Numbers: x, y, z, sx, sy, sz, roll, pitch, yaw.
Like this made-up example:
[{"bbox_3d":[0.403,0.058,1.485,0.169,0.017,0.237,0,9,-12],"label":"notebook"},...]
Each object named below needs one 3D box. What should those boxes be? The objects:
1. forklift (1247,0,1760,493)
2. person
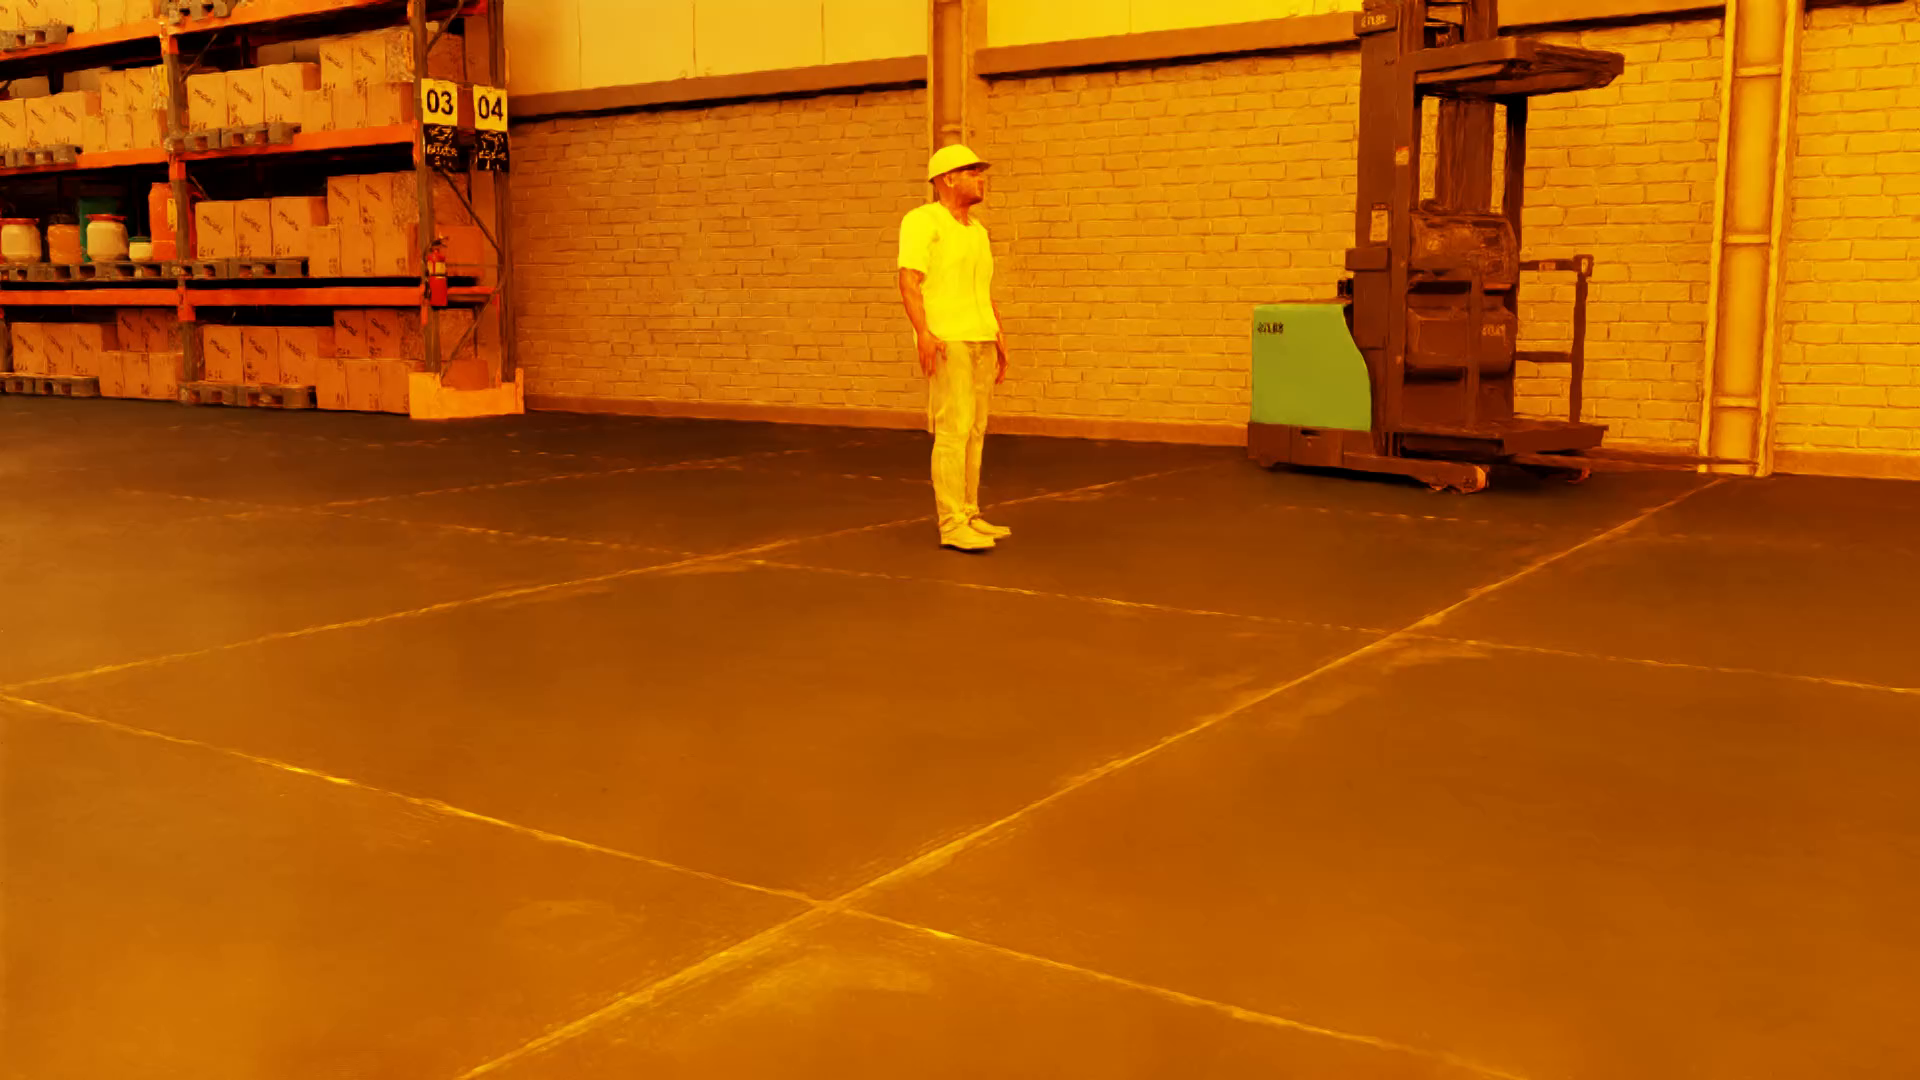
[{"bbox_3d":[3.150,-1.792,9.797,1.130,2.935,3.031,-6,10,-36],"label":"forklift"},{"bbox_3d":[0.055,-0.875,7.435,0.576,1.766,0.665,5,10,34],"label":"person"}]
